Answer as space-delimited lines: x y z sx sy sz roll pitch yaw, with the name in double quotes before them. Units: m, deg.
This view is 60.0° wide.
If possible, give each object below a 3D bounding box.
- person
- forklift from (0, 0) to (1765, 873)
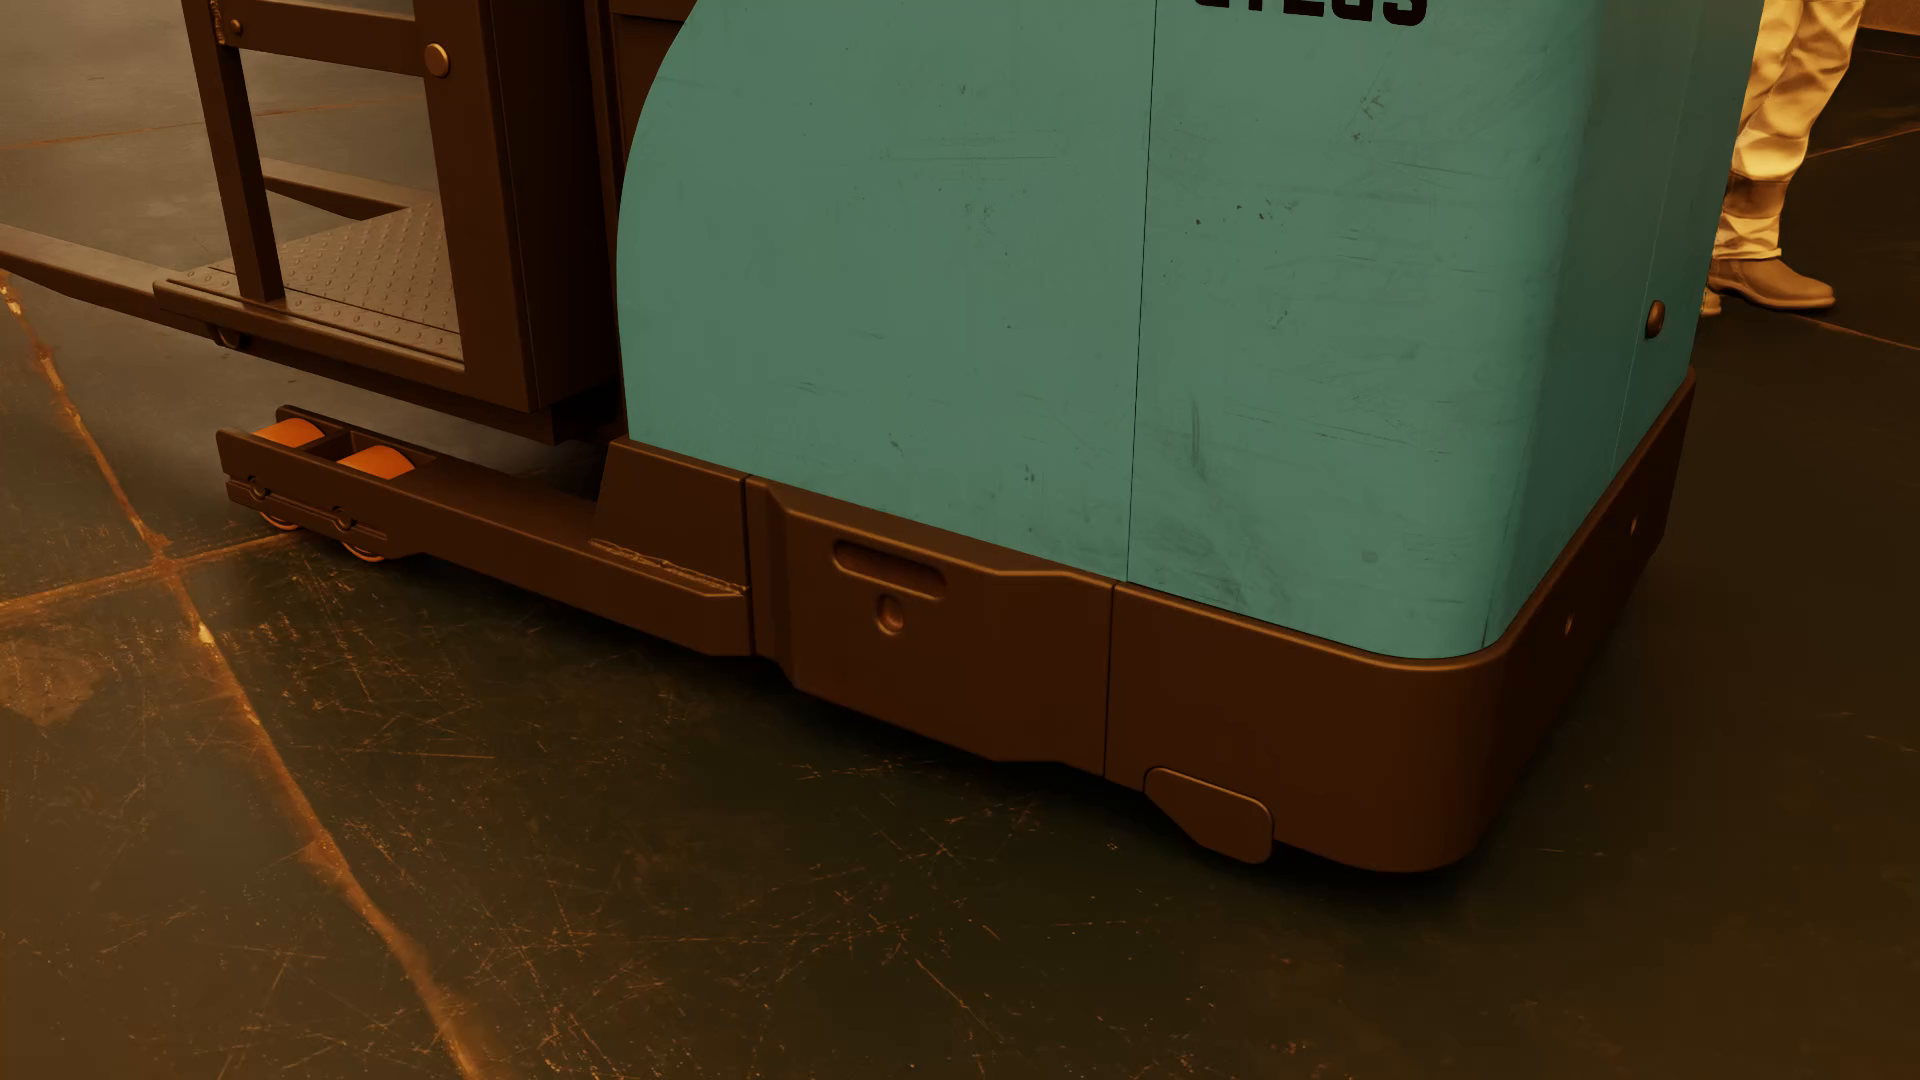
"person" 1.577 -1.305 3.109 0.676 1.789 0.459 -11 29 -21
"forklift" -0.511 -1.459 2.139 3.031 2.935 1.130 16 31 29
